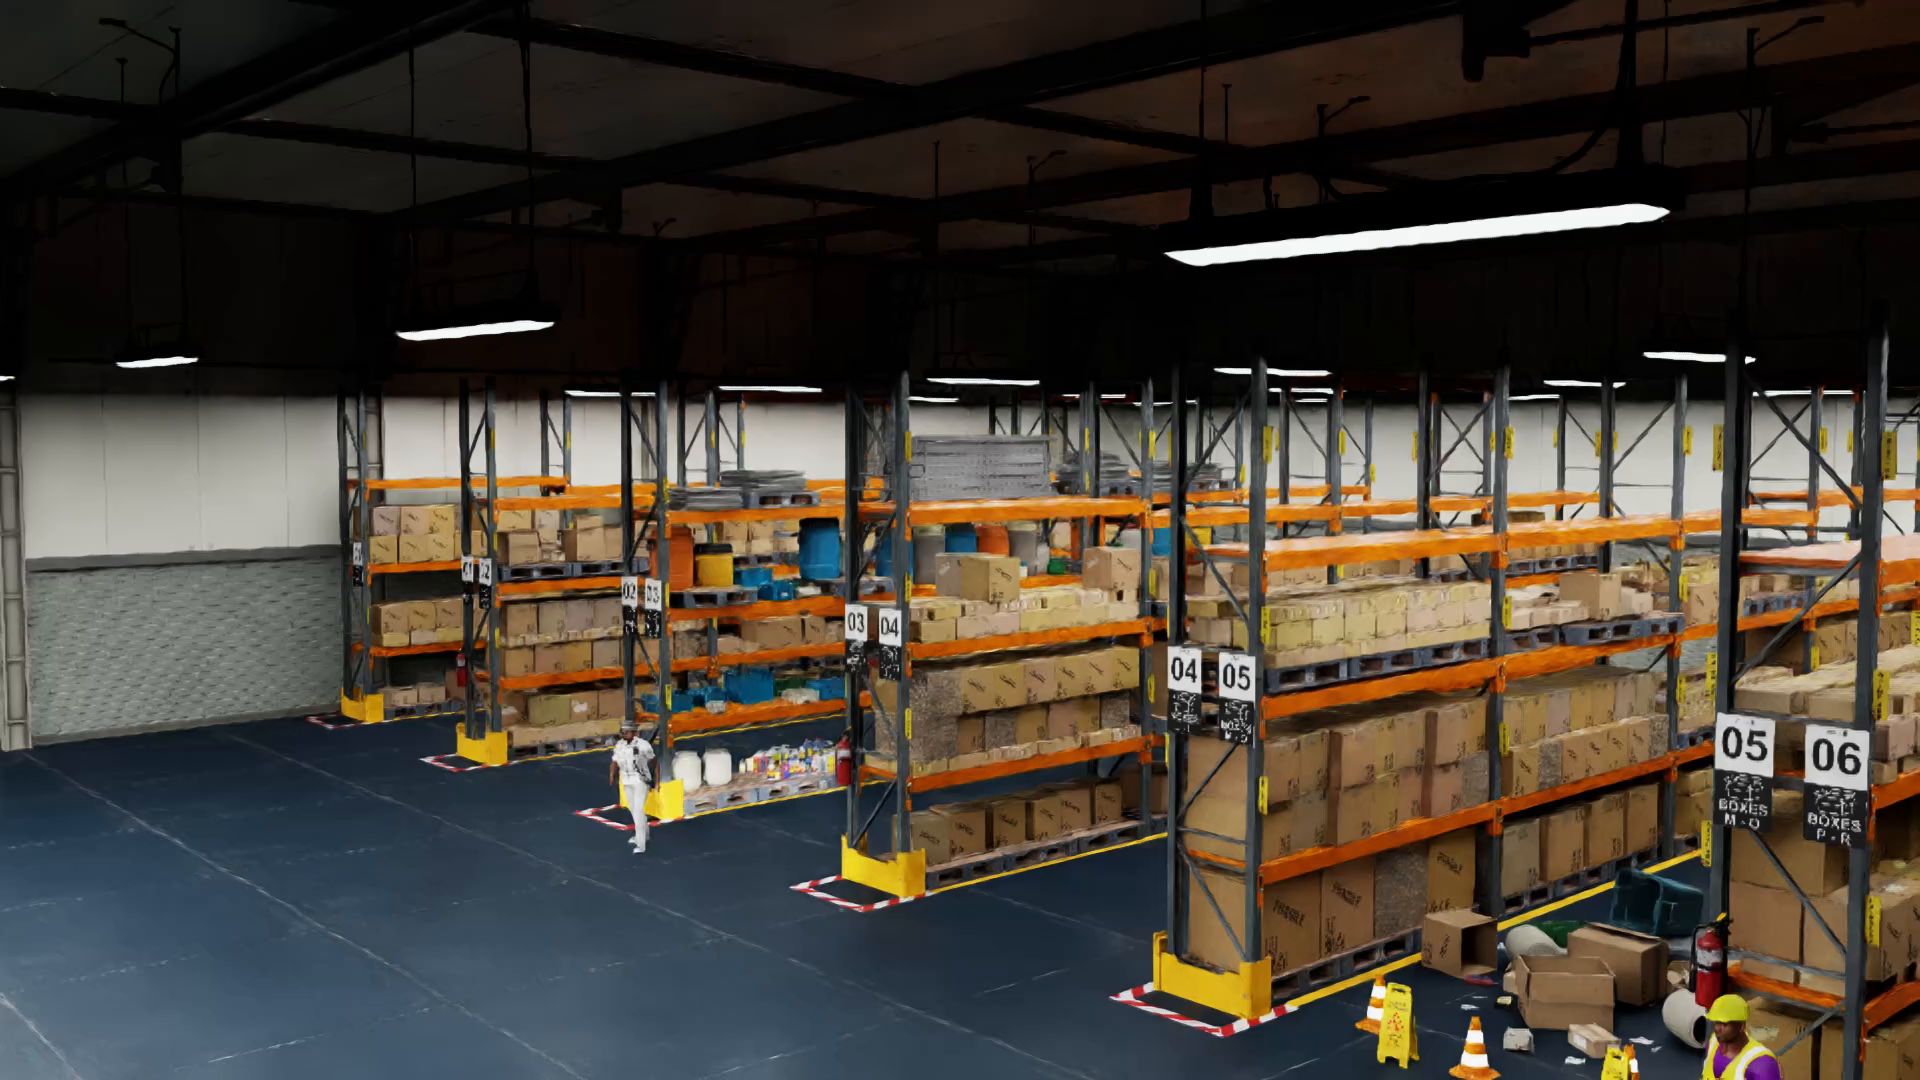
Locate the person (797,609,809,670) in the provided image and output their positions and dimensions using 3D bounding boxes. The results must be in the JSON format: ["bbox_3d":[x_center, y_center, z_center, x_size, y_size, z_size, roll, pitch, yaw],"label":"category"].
[{"bbox_3d":[-3.179,2.163,33.817,0.346,1.642,0.482,1,4,20],"label":"person"}]

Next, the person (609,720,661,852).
[{"bbox_3d":[-3.992,3.002,20.574,0.614,1.616,0.765,2,4,27],"label":"person"}]

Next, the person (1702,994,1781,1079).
[{"bbox_3d":[4.846,3.641,10.264,0.971,1.712,0.618,-1,4,-21],"label":"person"}]
